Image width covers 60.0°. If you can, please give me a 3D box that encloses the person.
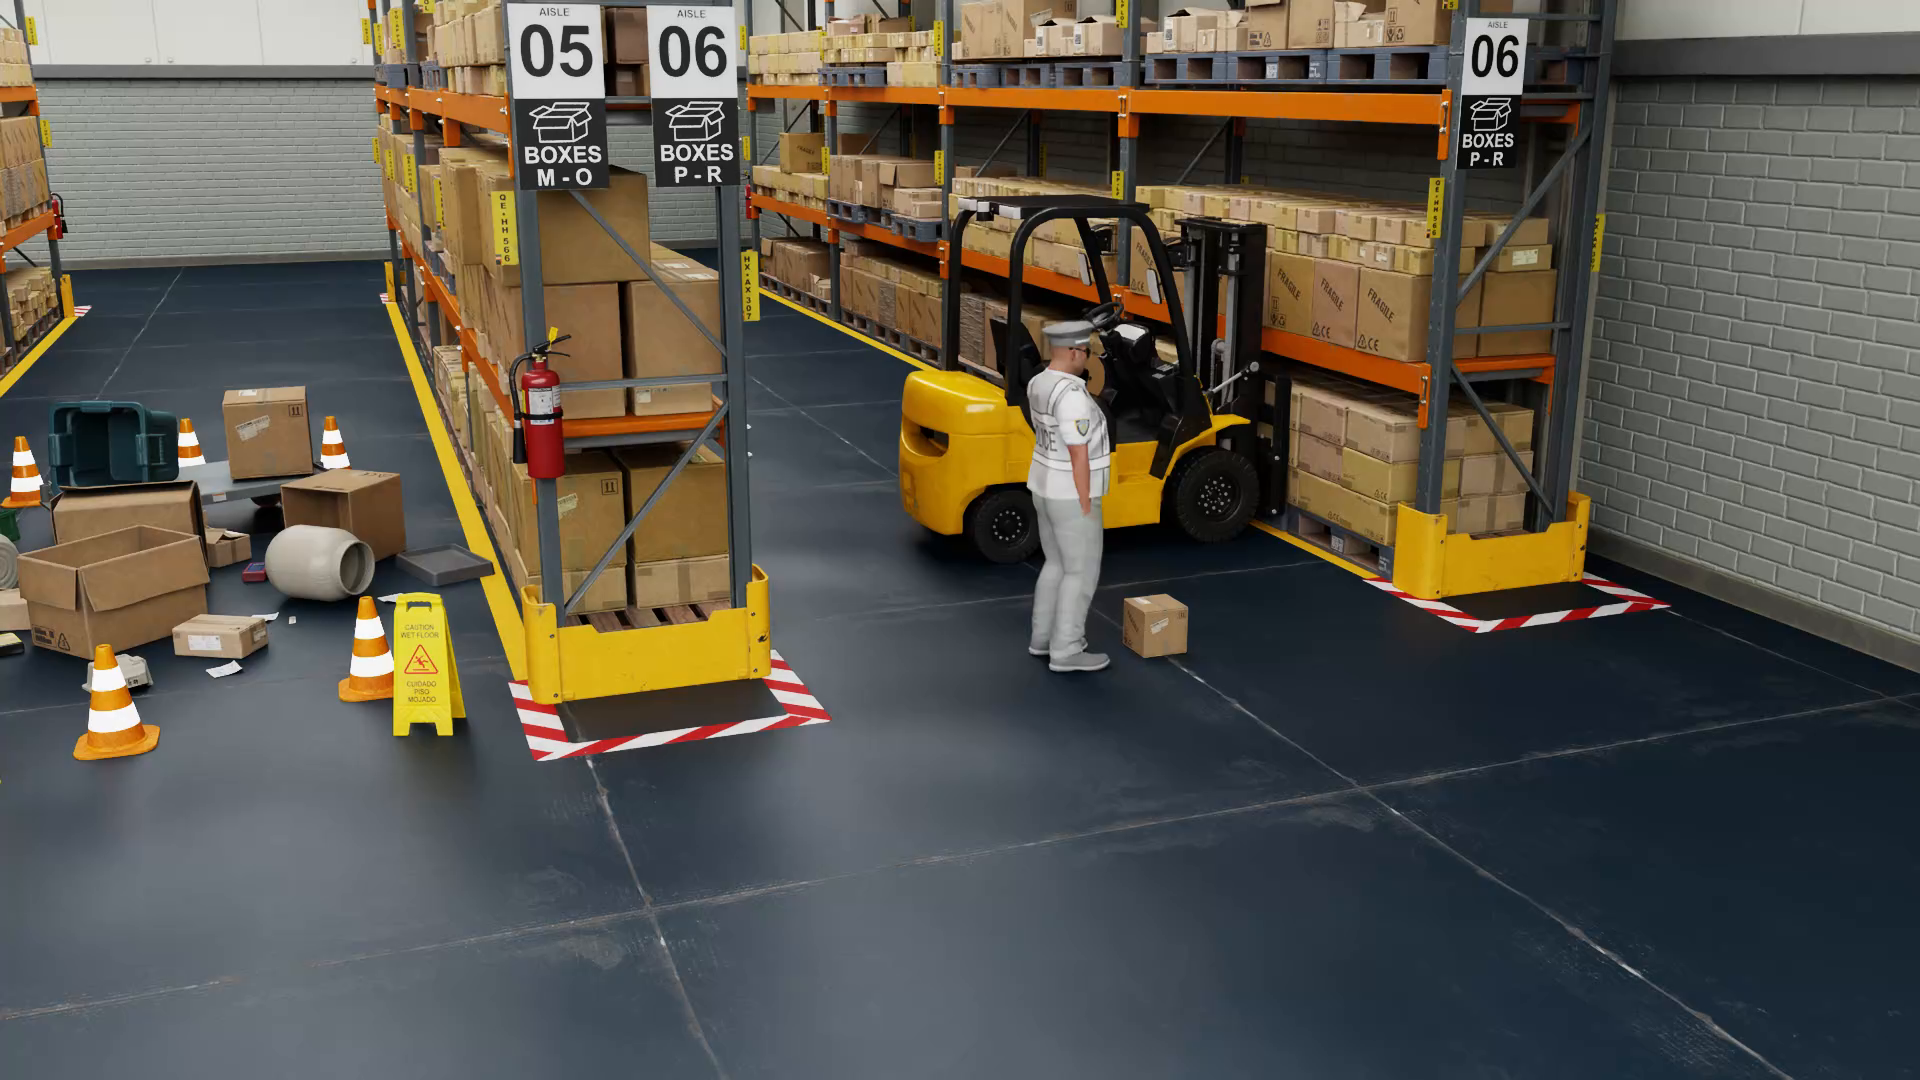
[{"bbox_3d":[0.546,-0.226,8.351,0.393,1.742,0.528,-5,16,-19],"label":"person"}]
